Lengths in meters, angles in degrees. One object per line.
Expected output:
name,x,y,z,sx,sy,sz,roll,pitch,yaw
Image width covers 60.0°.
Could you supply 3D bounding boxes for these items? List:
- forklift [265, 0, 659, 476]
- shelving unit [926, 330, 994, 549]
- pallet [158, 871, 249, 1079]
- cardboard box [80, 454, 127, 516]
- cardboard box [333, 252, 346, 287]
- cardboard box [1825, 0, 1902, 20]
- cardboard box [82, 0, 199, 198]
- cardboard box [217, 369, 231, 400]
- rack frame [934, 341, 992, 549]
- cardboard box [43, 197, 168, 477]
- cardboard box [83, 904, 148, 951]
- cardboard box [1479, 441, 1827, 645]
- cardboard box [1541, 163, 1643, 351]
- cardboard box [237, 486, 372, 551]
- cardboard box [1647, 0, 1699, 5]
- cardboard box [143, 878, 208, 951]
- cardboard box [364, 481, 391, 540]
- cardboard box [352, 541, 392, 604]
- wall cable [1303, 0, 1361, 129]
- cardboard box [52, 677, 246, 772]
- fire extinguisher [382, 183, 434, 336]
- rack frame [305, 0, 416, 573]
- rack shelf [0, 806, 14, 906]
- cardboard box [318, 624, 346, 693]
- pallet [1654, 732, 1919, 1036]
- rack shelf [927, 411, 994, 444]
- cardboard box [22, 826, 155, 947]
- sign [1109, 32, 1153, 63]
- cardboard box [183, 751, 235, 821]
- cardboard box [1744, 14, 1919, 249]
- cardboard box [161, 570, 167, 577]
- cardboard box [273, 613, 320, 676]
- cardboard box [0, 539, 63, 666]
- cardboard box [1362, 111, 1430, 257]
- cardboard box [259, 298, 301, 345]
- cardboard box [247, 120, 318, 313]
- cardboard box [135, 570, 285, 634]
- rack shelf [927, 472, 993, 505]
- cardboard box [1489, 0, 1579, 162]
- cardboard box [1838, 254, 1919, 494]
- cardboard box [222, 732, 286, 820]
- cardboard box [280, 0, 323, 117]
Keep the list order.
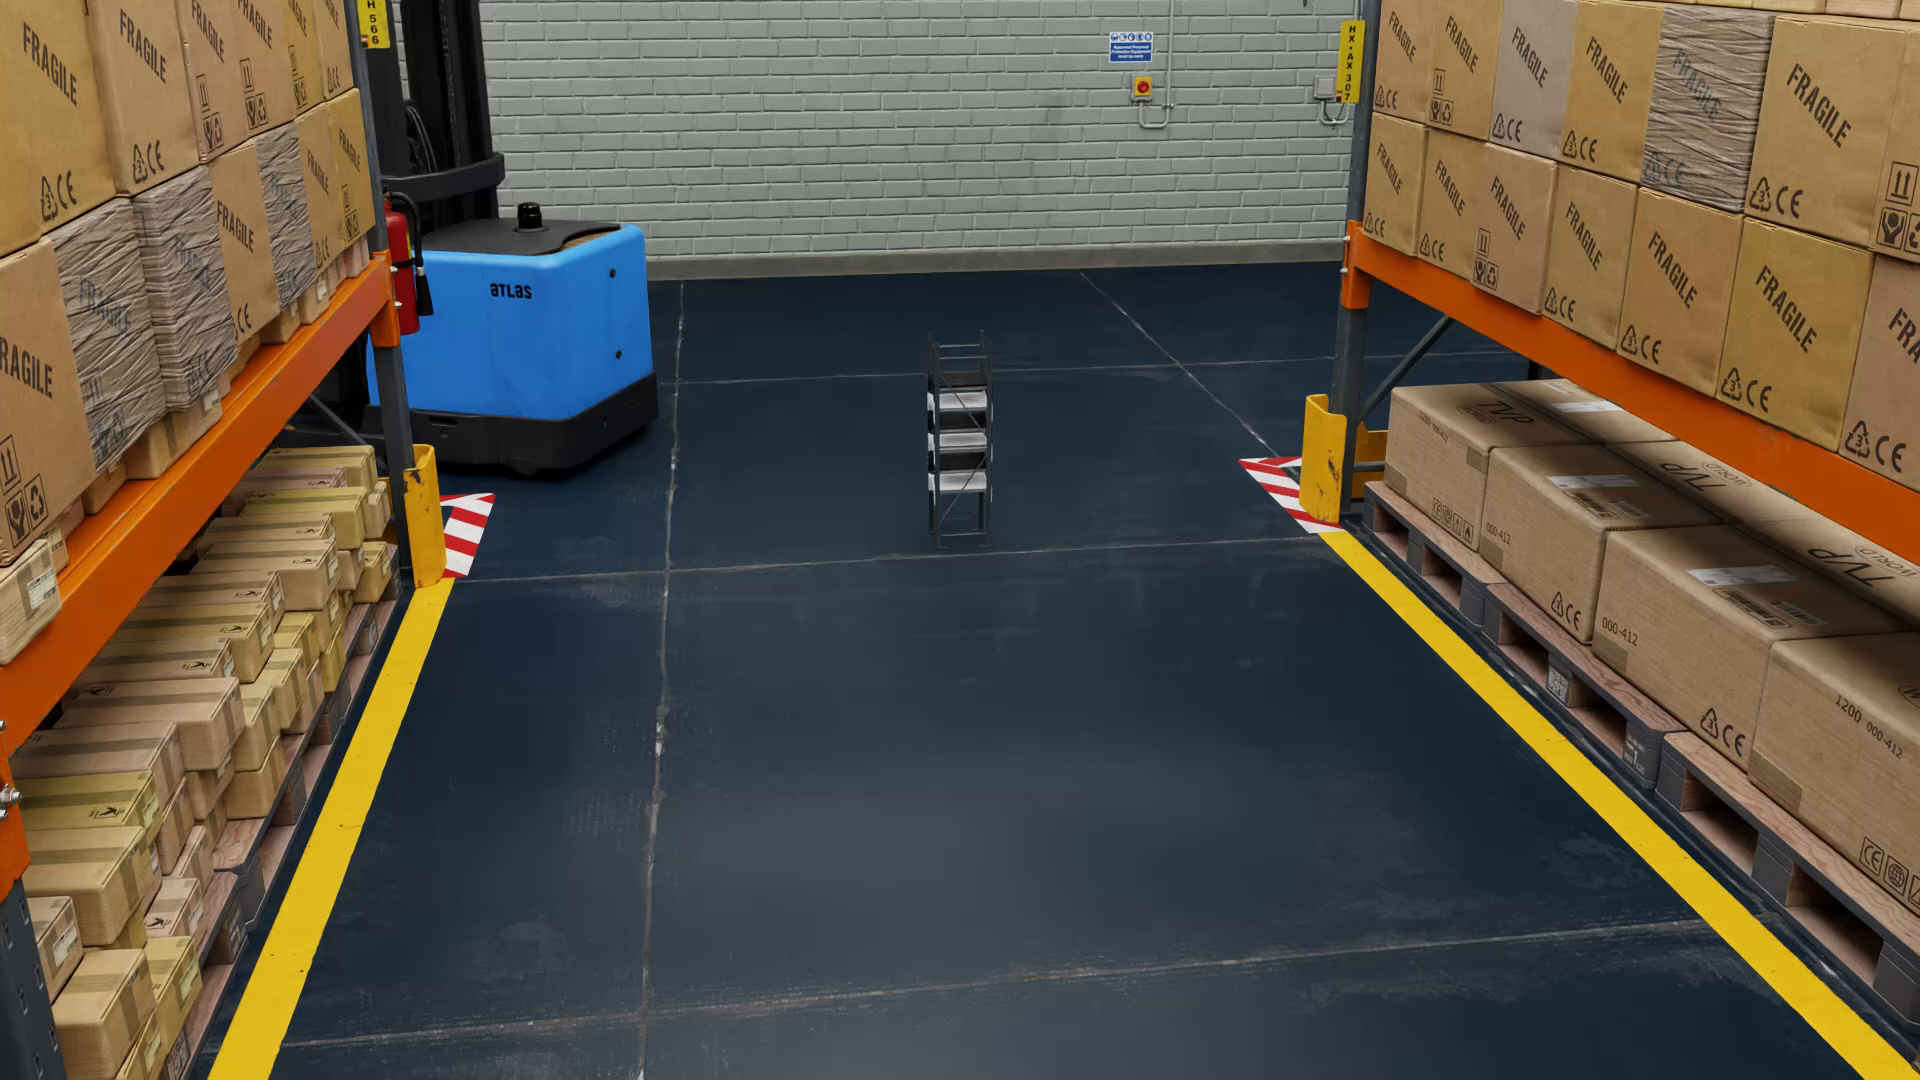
forklift,-3.165,-1.954,8.258,3.031,2.935,1.130,6,21,15
shelving unit,-0.001,-0.424,7.066,0.258,0.900,0.210,-3,21,-8
pallet,-2.279,1.189,3.731,1.003,0.211,1.213,-3,21,-8
cardboard box,-2.099,-0.153,3.698,0.380,0.149,0.250,-4,21,-10
cardboard box,-2.398,-0.967,5.878,0.380,0.149,0.250,-3,21,-8
cardboard box,2.366,-1.351,4.048,0.380,0.149,0.250,-3,21,-8
cardboard box,-2.103,-1.064,3.782,0.500,0.500,0.500,-3,21,-7
cardboard box,-2.186,-0.427,4.432,0.380,0.149,0.250,-2,21,-6
rack frame,0.014,-0.389,6.972,0.240,0.900,0.006,-3,21,-8
cardboard box,-2.047,-0.428,3.507,0.500,0.500,0.500,-3,21,-8
cardboard box,-2.008,0.888,3.600,0.380,0.149,0.250,-3,21,-7
cardboard box,2.495,-0.013,6.025,0.875,0.438,0.875,-2,21,-6
cardboard box,2.190,-0.899,5.193,0.500,0.500,0.500,-2,21,-6
cardboard box,-2.254,-0.068,5.734,0.380,0.149,0.250,-3,21,-9
cardboard box,2.205,-1.611,4.743,0.380,0.149,0.250,-3,21,-8
cardboard box,-2.007,0.934,3.902,0.380,0.149,0.250,-3,21,-8
cardboard box,-2.365,-0.104,6.256,0.380,0.149,0.250,-3,21,-9
cardboard box,-2.304,0.123,6.074,0.380,0.149,0.250,-2,21,-6
wall cable,2.726,-4.059,12.344,0.588,1.984,0.122,-3,21,-8
cardboard box,-2.074,0.479,4.271,0.380,0.149,0.250,-2,21,-7
fire extinguisher,-2.303,-1.171,6.708,0.296,0.674,0.183,-3,21,-8
rack frame,-2.724,-1.271,6.333,1.000,3.000,0.127,-3,21,-8
rack shelf,-1.859,1.143,0.897,1.077,0.370,4.000,-3,21,-8
cardboard box,-2.204,0.389,5.362,0.380,0.149,0.250,-4,21,-10
pallet,2.705,0.868,4.591,1.003,0.211,1.213,-3,21,-8
rack shelf,-0.001,-0.477,7.046,0.258,0.077,0.200,-3,21,-8
cardboard box,-1.973,0.745,3.557,0.380,0.149,0.250,-2,21,-5
sign,1.268,-3.653,12.322,0.327,0.218,0.001,-3,21,-8
cardboard box,-2.131,0.616,4.330,0.380,0.149,0.250,-2,21,-5
cardboard box,2.330,-1.012,4.067,0.500,0.500,0.500,-3,21,-9
cardboard box,-2.798,0.052,5.414,0.380,0.149,0.250,-4,21,-10
cardboard box,-2.182,0.344,5.056,0.380,0.149,0.250,-2,21,-5
cardboard box,-1.864,0.117,2.976,0.380,0.149,0.250,-2,21,-6
cardboard box,1.945,-1.422,6.594,0.500,0.500,0.500,-3,21,-8
cardboard box,-2.278,-0.701,5.165,0.380,0.149,0.250,-4,21,-10
cardboard box,-2.252,-0.961,4.935,0.500,0.500,0.500,-3,21,-8
cardboard box,-2.257,0.212,4.985,0.380,0.149,0.250,-4,21,-10
rack shelf,-0.001,-0.225,7.141,0.258,0.077,0.200,-3,21,-8
cardboard box,2.111,-1.534,5.465,0.500,0.500,0.500,-3,21,-8
cardboard box,2.417,-0.366,3.765,0.500,0.500,0.500,-3,21,-7
cardboard box,-2.109,0.663,4.629,0.380,0.149,0.250,-3,21,-9
cardboard box,-2.338,-1.605,5.228,0.500,0.500,0.500,-4,21,-10
